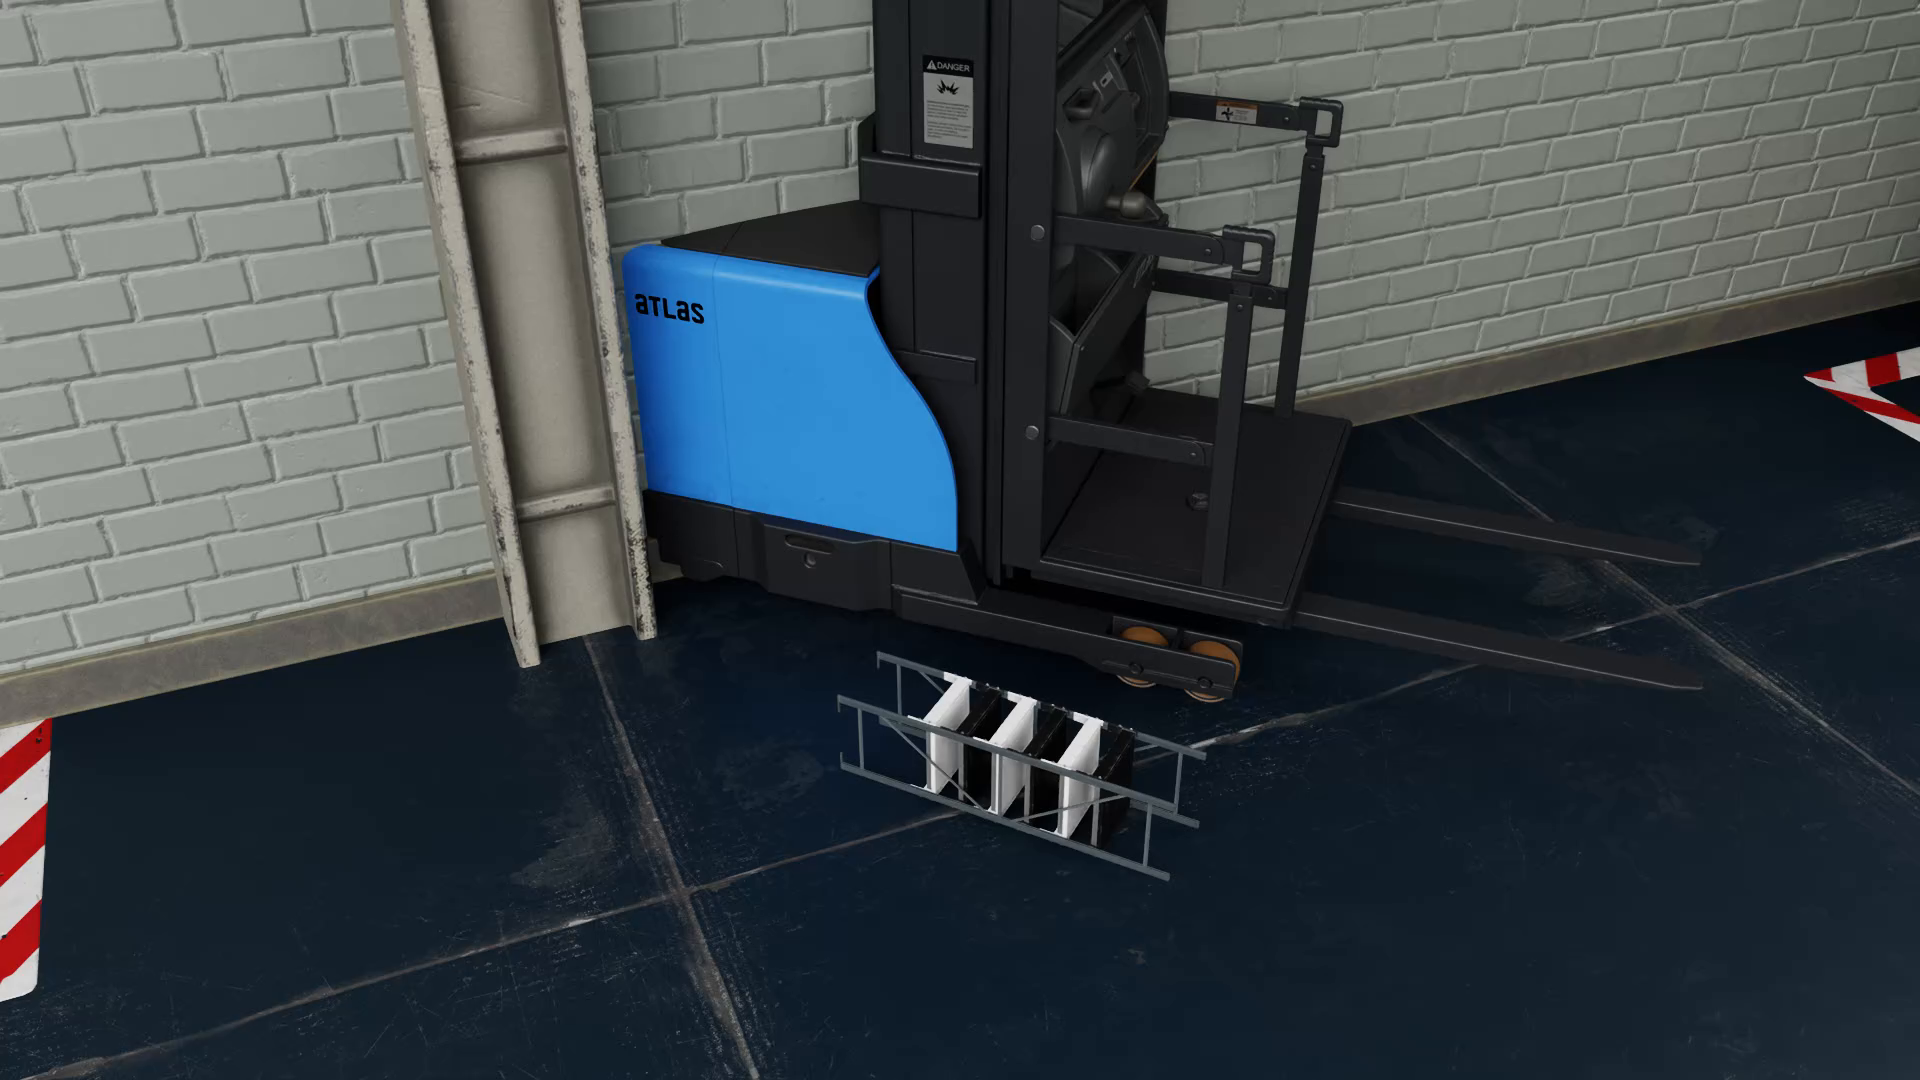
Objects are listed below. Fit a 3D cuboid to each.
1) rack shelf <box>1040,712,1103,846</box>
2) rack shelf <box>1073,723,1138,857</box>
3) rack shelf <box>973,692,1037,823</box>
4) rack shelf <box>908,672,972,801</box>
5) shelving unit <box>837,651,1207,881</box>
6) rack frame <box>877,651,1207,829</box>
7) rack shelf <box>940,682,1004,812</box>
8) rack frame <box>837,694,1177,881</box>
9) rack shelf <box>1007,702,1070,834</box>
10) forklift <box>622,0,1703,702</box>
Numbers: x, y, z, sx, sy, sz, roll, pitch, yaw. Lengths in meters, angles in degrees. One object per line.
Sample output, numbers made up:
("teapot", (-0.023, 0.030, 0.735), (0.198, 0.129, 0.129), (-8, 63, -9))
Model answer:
("rack shelf", (0.272, 0.586, 4.080), (0.077, 0.258, 0.200), (15, 36, 22))
("rack shelf", (0.353, 0.608, 4.046), (0.077, 0.258, 0.200), (15, 36, 22))
("rack shelf", (0.112, 0.541, 4.148), (0.077, 0.258, 0.200), (15, 36, 22))
("rack shelf", (-0.049, 0.497, 4.216), (0.077, 0.258, 0.200), (15, 36, 22))
("shelving unit", (0.141, 0.550, 4.135), (0.900, 0.258, 0.210), (15, 36, 22))
("rack frame", (0.187, 0.500, 4.212), (0.900, 0.240, 0.006), (15, 36, 22))
("rack shelf", (0.031, 0.519, 4.182), (0.077, 0.258, 0.200), (15, 36, 22))
("rack frame", (0.095, 0.599, 4.059), (0.900, 0.240, 0.006), (15, 36, 22))
("rack shelf", (0.192, 0.564, 4.114), (0.077, 0.258, 0.200), (15, 36, 22))
("forklift", (0.590, -1.111, 4.271), (3.031, 2.935, 1.130), (11, 35, 17))
